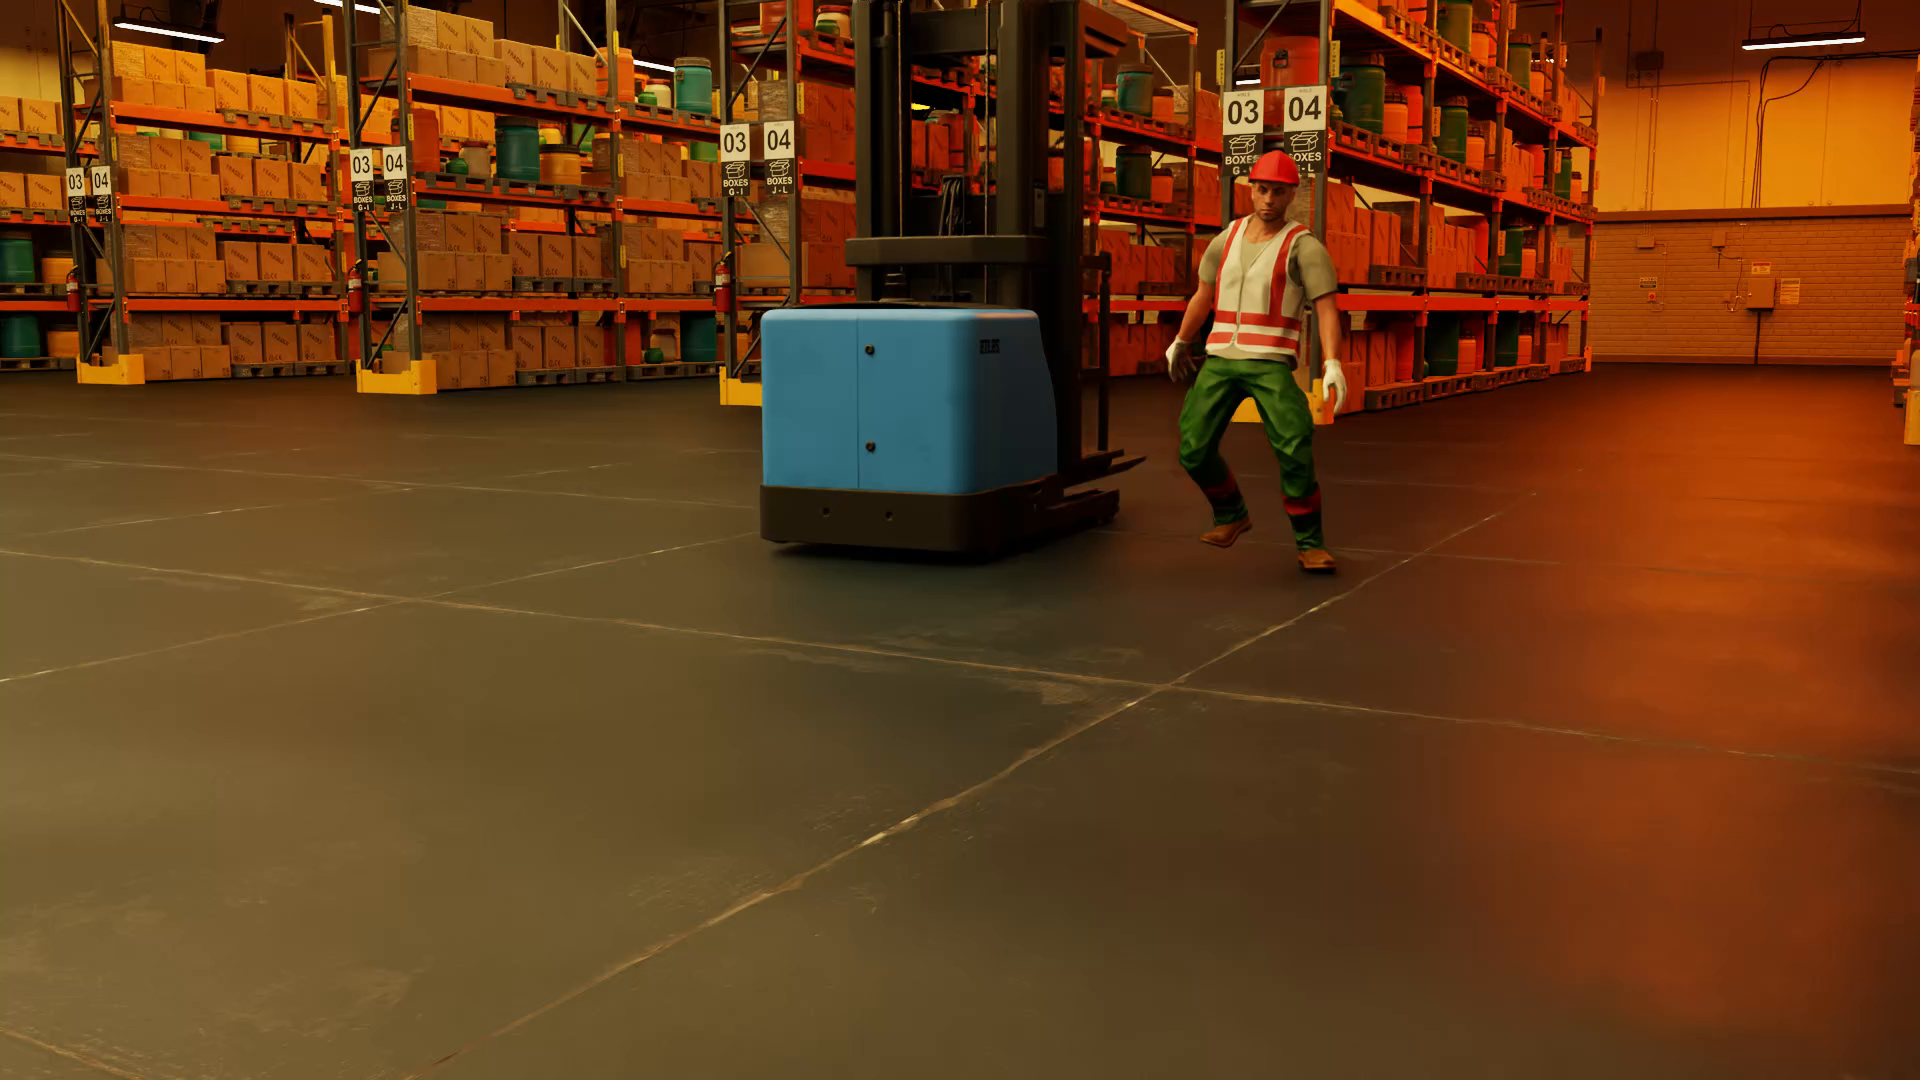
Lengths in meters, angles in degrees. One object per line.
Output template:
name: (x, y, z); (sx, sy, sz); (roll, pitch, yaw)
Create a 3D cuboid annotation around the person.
person: (1.233, -0.755, 7.003); (0.911, 1.702, 0.484); (7, 10, 40)

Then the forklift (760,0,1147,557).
forklift: (0.172, -1.545, 8.286); (1.130, 2.935, 3.031); (3, 9, 23)
